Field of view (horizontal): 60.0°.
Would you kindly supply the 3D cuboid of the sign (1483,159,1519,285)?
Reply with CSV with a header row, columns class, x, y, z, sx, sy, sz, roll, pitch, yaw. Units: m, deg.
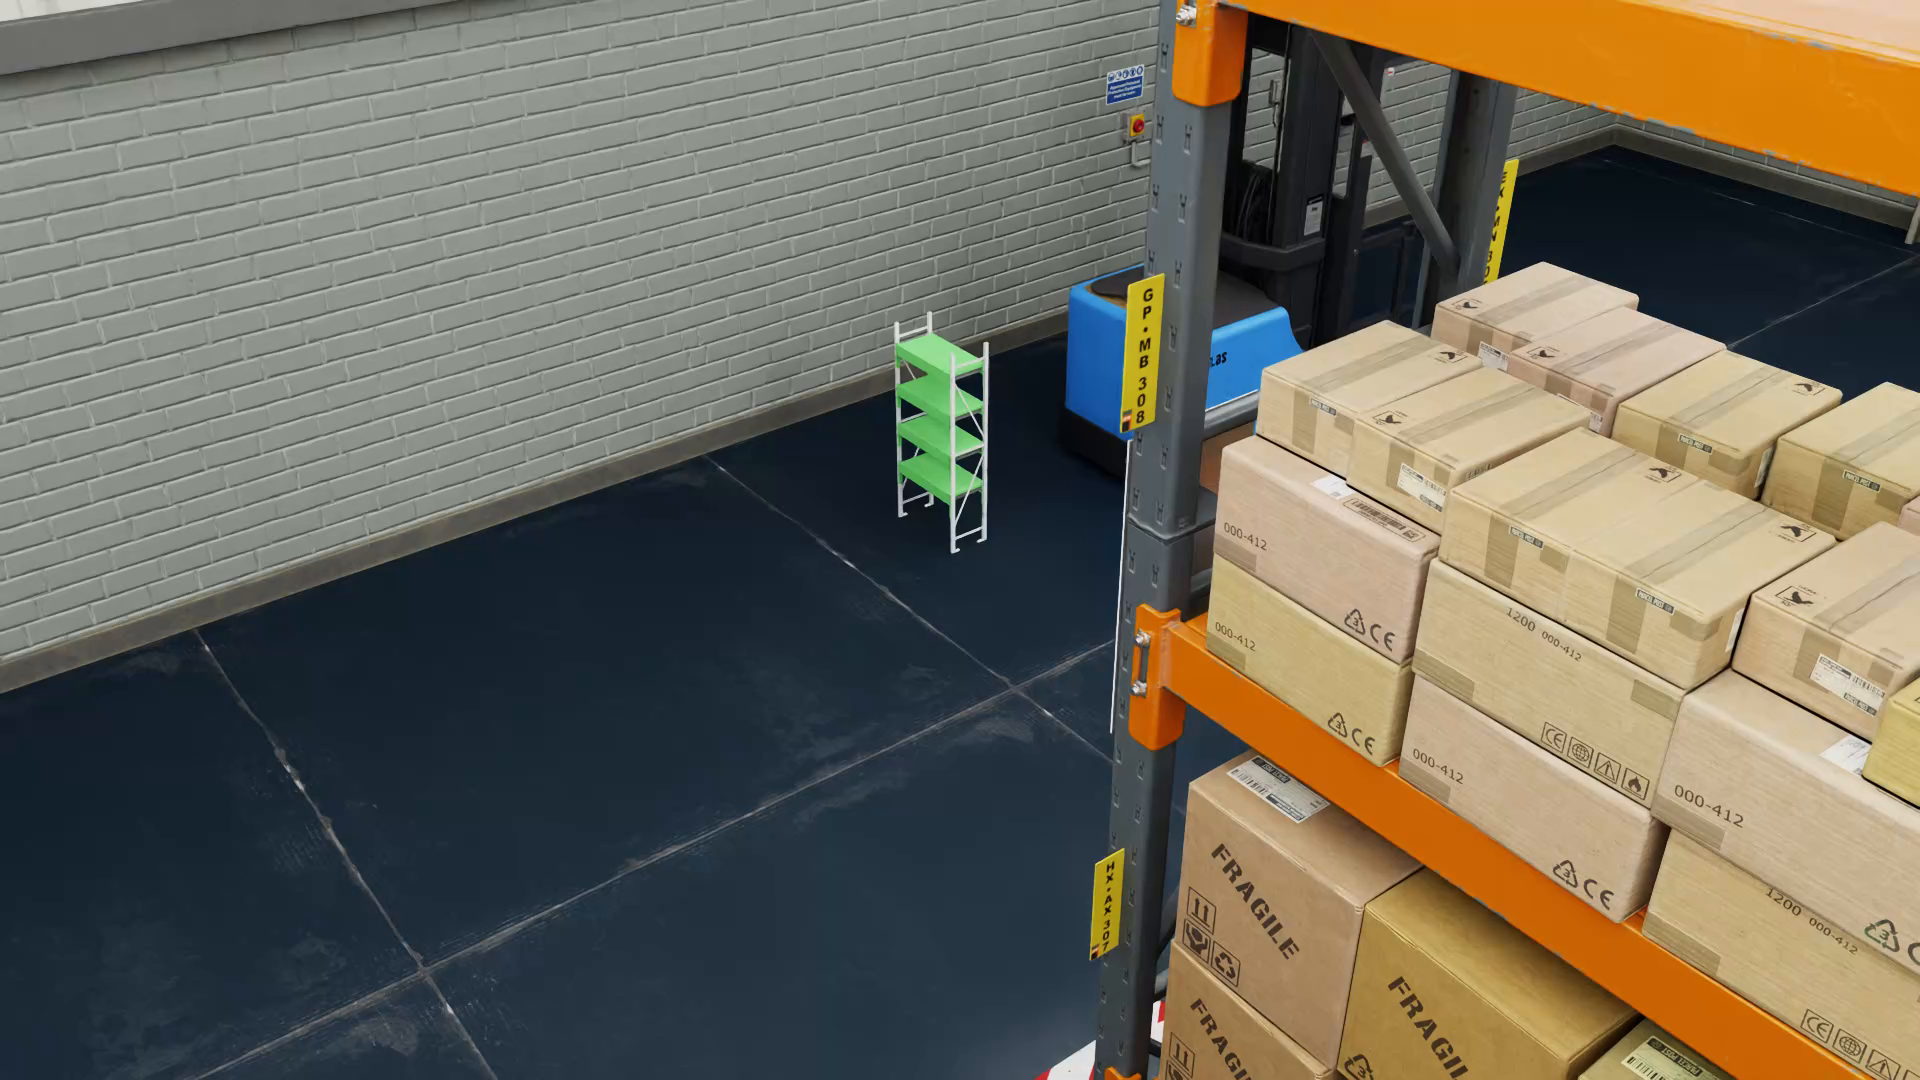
class,x,y,z,sx,sy,sz,roll,pitch,yaw
sign,1.247,-0.723,3.890,0.100,0.325,0.005,-22,38,-31

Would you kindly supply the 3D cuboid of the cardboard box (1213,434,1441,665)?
class,x,y,z,sx,sy,sz,roll,pitch,yaw
cardboard box,0.866,-0.054,3.319,0.500,0.250,0.500,-22,38,-31

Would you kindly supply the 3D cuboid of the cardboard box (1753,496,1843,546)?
class,x,y,z,sx,sy,sz,roll,pitch,yaw
cardboard box,1.594,-0.002,3.236,0.500,0.250,0.500,-23,39,-33

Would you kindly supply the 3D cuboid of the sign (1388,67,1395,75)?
class,x,y,z,sx,sy,sz,roll,pitch,yaw
sign,3.180,-3.713,12.475,0.329,0.494,0.001,-22,38,-31

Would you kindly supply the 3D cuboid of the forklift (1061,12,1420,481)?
class,x,y,z,sx,sy,sz,roll,pitch,yaw
forklift,2.096,-2.063,9.793,3.031,2.935,1.130,-22,38,-31

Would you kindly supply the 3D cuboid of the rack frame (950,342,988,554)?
class,x,y,z,sx,sy,sz,roll,pitch,yaw
rack frame,0.048,-0.477,8.881,0.240,1.200,0.015,-22,38,-31

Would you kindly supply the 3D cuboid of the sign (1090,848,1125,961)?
class,x,y,z,sx,sy,sz,roll,pitch,yaw
sign,0.367,0.906,4.128,0.100,0.325,0.005,-22,38,-31

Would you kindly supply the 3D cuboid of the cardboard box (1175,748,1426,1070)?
class,x,y,z,sx,sy,sz,roll,pitch,yaw
cardboard box,0.861,0.778,3.831,0.500,0.500,0.500,-23,38,-32

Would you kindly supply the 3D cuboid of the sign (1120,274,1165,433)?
class,x,y,z,sx,sy,sz,roll,pitch,yaw
sign,0.367,-0.372,3.334,0.100,0.325,0.005,-22,38,-31

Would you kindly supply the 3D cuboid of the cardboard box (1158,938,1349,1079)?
class,x,y,z,sx,sy,sz,roll,pitch,yaw
cardboard box,0.853,1.206,4.089,0.500,0.500,0.500,-20,37,-29

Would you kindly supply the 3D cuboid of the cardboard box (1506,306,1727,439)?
class,x,y,z,sx,sy,sz,roll,pitch,yaw
cardboard box,1.323,-0.323,3.375,0.380,0.149,0.250,-22,38,-31

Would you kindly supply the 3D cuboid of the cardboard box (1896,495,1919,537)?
class,x,y,z,sx,sy,sz,roll,pitch,yaw
cardboard box,1.819,-0.009,2.869,0.380,0.149,0.250,-23,39,-32

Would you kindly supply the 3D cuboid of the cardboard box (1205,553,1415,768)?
class,x,y,z,sx,sy,sz,roll,pitch,yaw
cardboard box,0.869,0.157,3.453,0.500,0.250,0.500,-21,37,-30

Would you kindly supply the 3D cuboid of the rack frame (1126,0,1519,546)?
class,x,y,z,sx,sy,sz,roll,pitch,yaw
rack frame,0.796,-1.450,3.056,1.000,3.000,0.127,-22,38,-31

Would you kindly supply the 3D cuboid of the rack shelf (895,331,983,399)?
class,x,y,z,sx,sy,sz,roll,pitch,yaw
rack shelf,-0.101,-0.932,8.825,0.258,0.148,0.480,-22,38,-31

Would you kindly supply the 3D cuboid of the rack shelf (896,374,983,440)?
class,x,y,z,sx,sy,sz,roll,pitch,yaw
rack shelf,-0.102,-0.728,8.952,0.258,0.148,0.480,-22,38,-31

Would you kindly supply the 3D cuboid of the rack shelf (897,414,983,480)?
class,x,y,z,sx,sy,sz,roll,pitch,yaw
rack shelf,-0.102,-0.524,9.078,0.258,0.148,0.480,-22,38,-31

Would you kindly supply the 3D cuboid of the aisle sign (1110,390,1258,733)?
class,x,y,z,sx,sy,sz,roll,pitch,yaw
aisle sign,0.514,0.060,3.846,0.394,0.787,0.004,-22,38,-31

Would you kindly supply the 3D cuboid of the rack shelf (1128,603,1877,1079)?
class,x,y,z,sx,sy,sz,roll,pitch,yaw
rack shelf,2.022,0.963,2.695,1.077,0.370,4.000,-22,38,-31

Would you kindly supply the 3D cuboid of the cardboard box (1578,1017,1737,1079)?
class,x,y,z,sx,sy,sz,roll,pitch,yaw
cardboard box,1.477,1.210,3.135,0.500,0.500,0.500,-23,39,-32

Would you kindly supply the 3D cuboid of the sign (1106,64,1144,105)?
class,x,y,z,sx,sy,sz,roll,pitch,yaw
sign,1.092,-3.013,11.001,0.327,0.218,0.001,-22,38,-31

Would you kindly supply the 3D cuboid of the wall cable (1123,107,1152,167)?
class,x,y,z,sx,sy,sz,roll,pitch,yaw
wall cable,1.168,-3.333,10.780,0.585,1.953,0.123,-22,38,-31

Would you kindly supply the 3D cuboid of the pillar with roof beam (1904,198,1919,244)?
class,x,y,z,sx,sy,sz,roll,pitch,yaw
pillar with roof beam,4.221,-4.724,8.327,9.100,9.000,0.400,-22,38,-31

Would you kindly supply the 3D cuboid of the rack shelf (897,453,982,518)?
class,x,y,z,sx,sy,sz,roll,pitch,yaw
rack shelf,-0.102,-0.321,9.205,0.258,0.148,0.480,-22,38,-31

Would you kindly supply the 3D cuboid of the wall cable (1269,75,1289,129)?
class,x,y,z,sx,sy,sz,roll,pitch,yaw
wall cable,2.281,-3.783,11.535,0.588,1.984,0.122,-22,38,-31

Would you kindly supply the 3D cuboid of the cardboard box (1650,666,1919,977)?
class,x,y,z,sx,sy,sz,roll,pitch,yaw
cardboard box,1.481,0.374,2.630,0.500,0.250,0.500,-22,38,-31

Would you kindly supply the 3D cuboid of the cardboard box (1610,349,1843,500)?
class,x,y,z,sx,sy,sz,roll,pitch,yaw
cardboard box,1.464,-0.209,3.192,0.380,0.149,0.250,-24,39,-33

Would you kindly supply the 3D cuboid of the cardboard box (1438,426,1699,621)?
class,x,y,z,sx,sy,sz,roll,pitch,yaw
cardboard box,1.066,-0.037,2.913,0.380,0.149,0.250,-22,38,-31

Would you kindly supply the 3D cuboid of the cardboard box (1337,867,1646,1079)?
class,x,y,z,sx,sy,sz,roll,pitch,yaw
cardboard box,1.176,0.986,3.495,0.500,0.500,0.500,-21,38,-30

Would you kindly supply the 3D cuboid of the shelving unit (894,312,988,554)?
class,x,y,z,sx,sy,sz,roll,pitch,yaw
shelving unit,-0.102,-0.579,9.045,0.258,1.200,0.503,-22,38,-31

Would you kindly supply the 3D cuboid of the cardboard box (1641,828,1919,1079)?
class,x,y,z,sx,sy,sz,roll,pitch,yaw
cardboard box,1.515,0.589,2.758,0.500,0.250,0.500,-24,39,-33

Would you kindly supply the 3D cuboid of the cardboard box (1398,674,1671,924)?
class,x,y,z,sx,sy,sz,roll,pitch,yaw
cardboard box,1.189,0.378,3.097,0.500,0.250,0.500,-21,37,-30

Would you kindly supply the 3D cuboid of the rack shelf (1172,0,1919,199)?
class,x,y,z,sx,sy,sz,roll,pitch,yaw
rack shelf,2.022,-0.310,1.905,1.077,0.370,4.000,-22,38,-31

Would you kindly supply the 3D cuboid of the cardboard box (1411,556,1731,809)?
class,x,y,z,sx,sy,sz,roll,pitch,yaw
cardboard box,1.181,0.159,2.975,0.500,0.250,0.500,-23,38,-32

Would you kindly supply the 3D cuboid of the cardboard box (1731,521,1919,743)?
class,x,y,z,sx,sy,sz,roll,pitch,yaw
cardboard box,1.455,0.138,2.632,0.380,0.149,0.250,-21,38,-30

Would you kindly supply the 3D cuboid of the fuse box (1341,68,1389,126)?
class,x,y,z,sx,sy,sz,roll,pitch,yaw
fuse box,2.917,-2.959,12.393,0.539,1.711,0.414,-22,38,-31

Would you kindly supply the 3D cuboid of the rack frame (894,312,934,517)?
class,x,y,z,sx,sy,sz,roll,pitch,yaw
rack frame,-0.251,-0.680,9.208,0.240,1.200,0.015,-22,38,-31

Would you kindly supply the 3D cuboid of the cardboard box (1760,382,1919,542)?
class,x,y,z,sx,sy,sz,roll,pitch,yaw
cardboard box,1.711,-0.134,3.071,0.380,0.149,0.250,-22,38,-31

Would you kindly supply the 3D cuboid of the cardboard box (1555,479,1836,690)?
class,x,y,z,sx,sy,sz,roll,pitch,yaw
cardboard box,1.214,0.065,2.750,0.380,0.149,0.250,-22,38,-31

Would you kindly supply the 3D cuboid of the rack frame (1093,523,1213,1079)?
class,x,y,z,sx,sy,sz,roll,pitch,yaw
rack frame,0.796,1.098,4.639,1.000,3.000,0.127,-22,38,-31

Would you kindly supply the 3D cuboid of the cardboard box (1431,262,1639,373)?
class,x,y,z,sx,sy,sz,roll,pitch,yaw
cardboard box,1.232,-0.451,3.580,0.380,0.149,0.250,-23,38,-32

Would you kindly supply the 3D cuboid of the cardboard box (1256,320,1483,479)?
class,x,y,z,sx,sy,sz,roll,pitch,yaw
cardboard box,0.815,-0.285,3.314,0.380,0.149,0.250,-23,38,-32

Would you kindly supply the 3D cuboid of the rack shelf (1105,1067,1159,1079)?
class,x,y,z,sx,sy,sz,roll,pitch,yaw
rack shelf,2.022,2.237,3.487,1.077,0.370,4.000,-22,38,-31

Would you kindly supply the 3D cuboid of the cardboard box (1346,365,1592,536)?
class,x,y,z,sx,sy,sz,roll,pitch,yaw
cardboard box,0.957,-0.174,3.134,0.380,0.149,0.250,-21,37,-30

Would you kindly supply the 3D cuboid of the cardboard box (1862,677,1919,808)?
class,x,y,z,sx,sy,sz,roll,pitch,yaw
cardboard box,1.542,0.279,2.406,0.380,0.149,0.250,-21,38,-30
